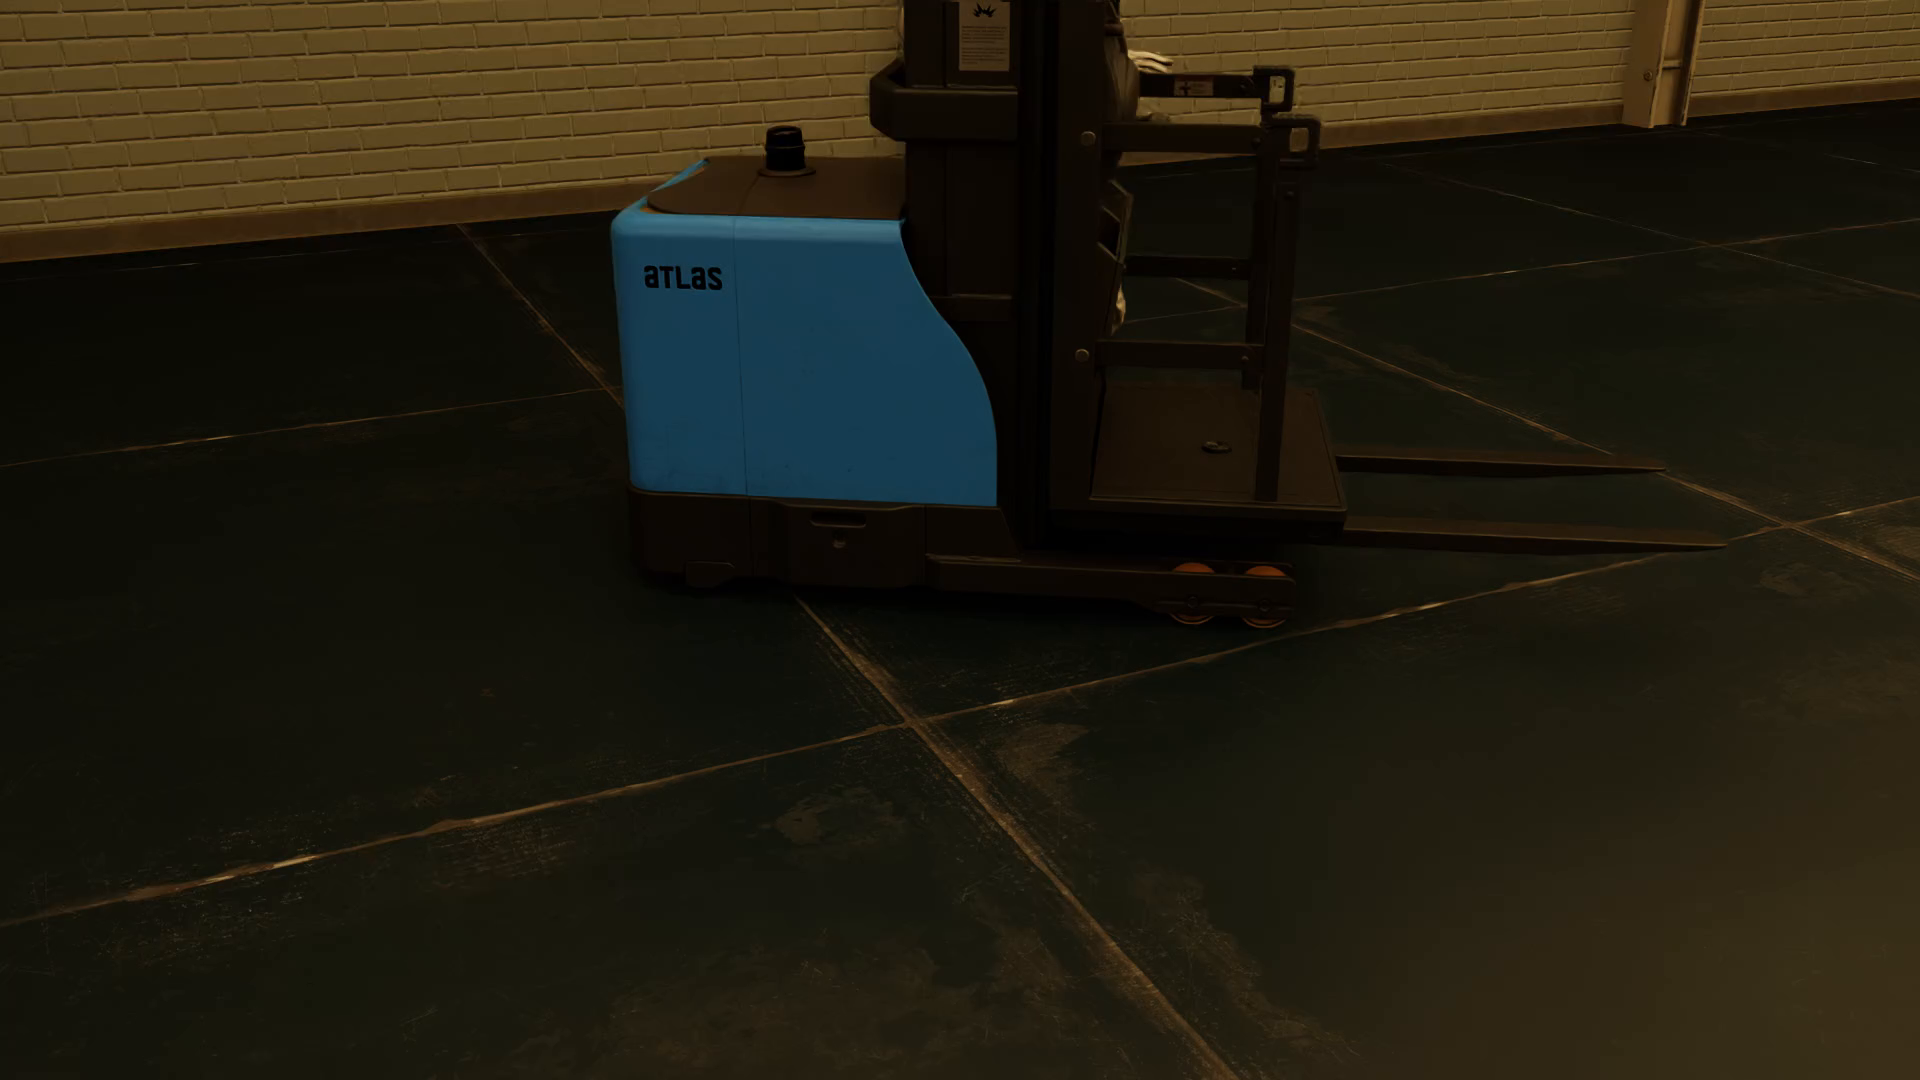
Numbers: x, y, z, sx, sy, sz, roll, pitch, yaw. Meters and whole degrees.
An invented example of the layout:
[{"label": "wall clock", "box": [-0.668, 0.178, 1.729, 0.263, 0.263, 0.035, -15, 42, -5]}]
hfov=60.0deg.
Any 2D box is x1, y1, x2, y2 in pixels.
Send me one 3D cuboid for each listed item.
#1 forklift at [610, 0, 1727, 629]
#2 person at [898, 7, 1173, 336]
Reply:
[{"label": "forklift", "box": [0.610, -1.329, 4.485, 3.031, 2.935, 1.130, 3, 23, 6]}, {"label": "person", "box": [0.250, -1.198, 5.851, 0.686, 1.631, 1.088, -12, 26, -27]}]
